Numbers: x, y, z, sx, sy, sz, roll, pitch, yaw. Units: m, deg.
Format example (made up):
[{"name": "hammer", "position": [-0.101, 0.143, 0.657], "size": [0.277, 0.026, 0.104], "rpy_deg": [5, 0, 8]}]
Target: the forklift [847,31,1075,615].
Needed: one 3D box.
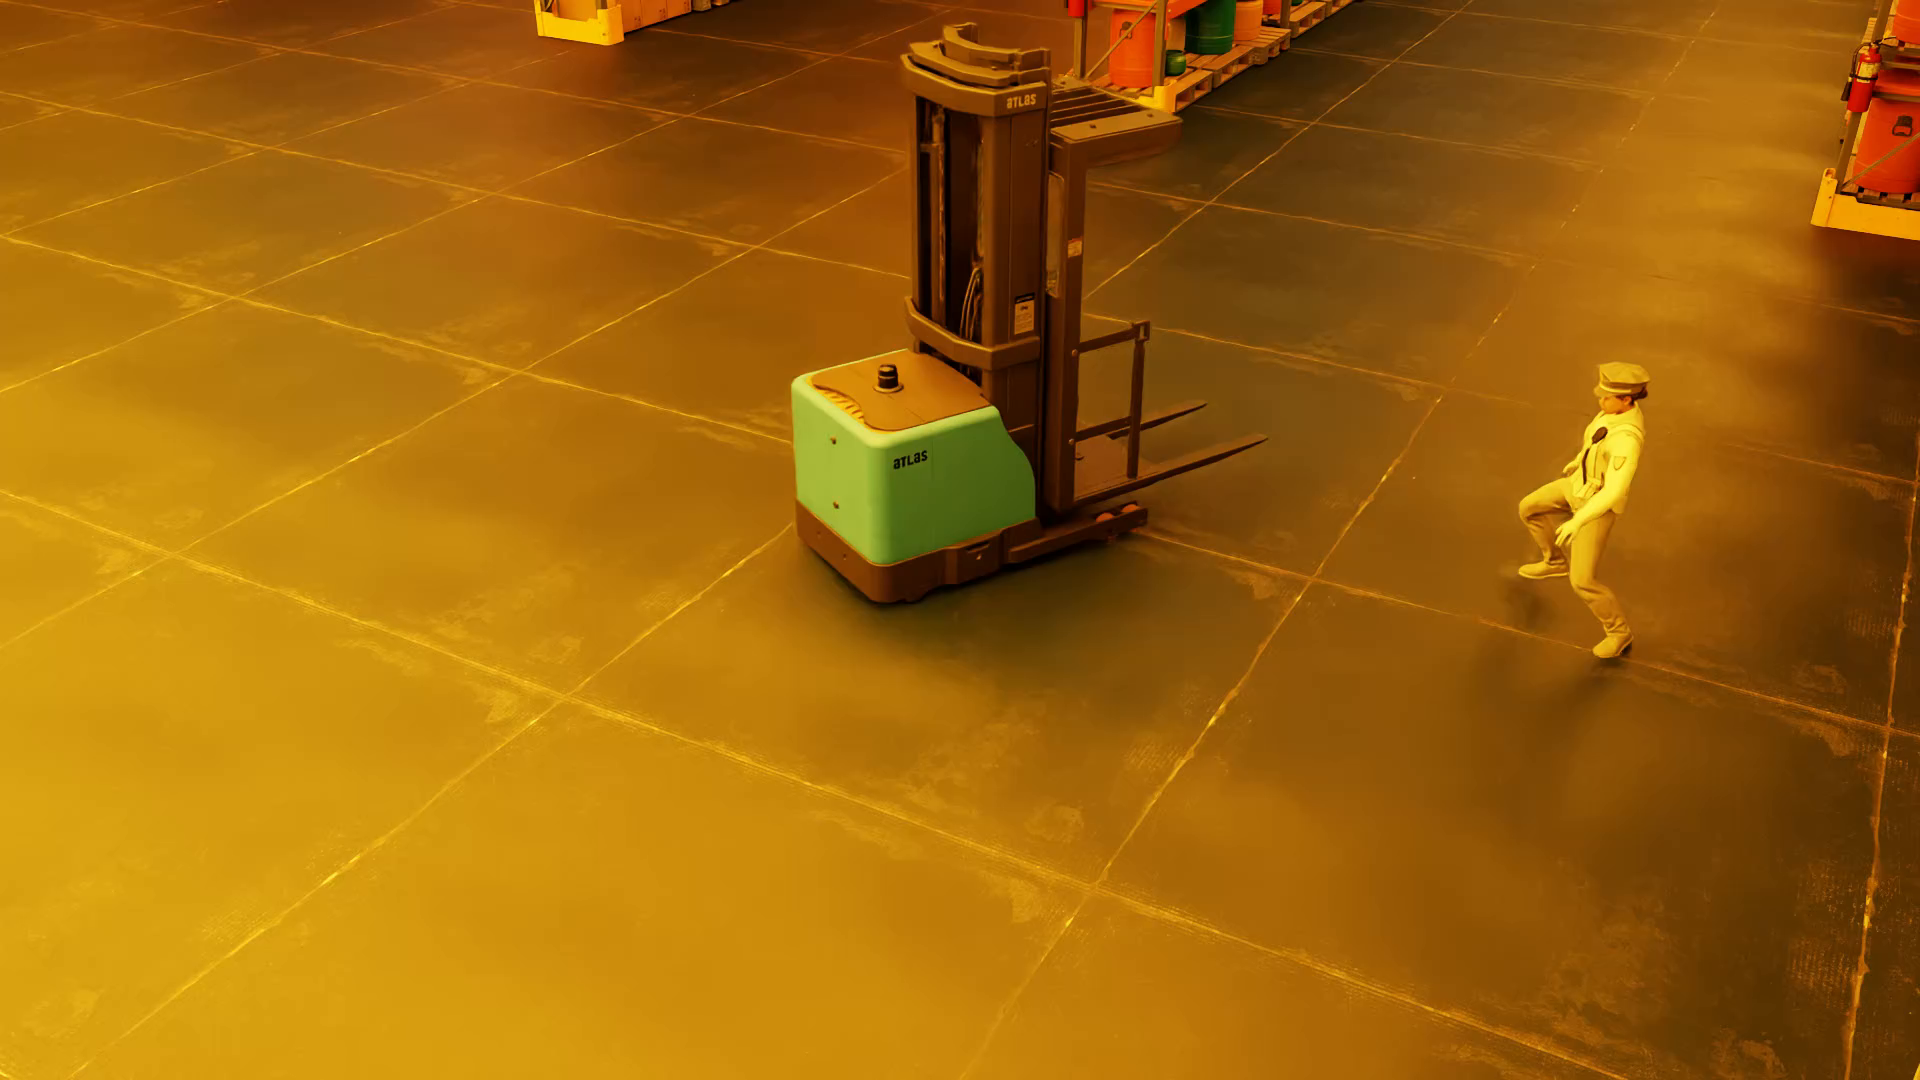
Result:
[{"name": "forklift", "position": [0.072, -1.572, 9.794], "size": [1.130, 2.935, 3.031], "rpy_deg": [3, 30, 6]}]

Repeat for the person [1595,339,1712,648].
[{"name": "person", "position": [3.722, -0.264, 8.802], "size": [0.389, 1.664, 0.614], "rpy_deg": [9, 31, 15]}]
